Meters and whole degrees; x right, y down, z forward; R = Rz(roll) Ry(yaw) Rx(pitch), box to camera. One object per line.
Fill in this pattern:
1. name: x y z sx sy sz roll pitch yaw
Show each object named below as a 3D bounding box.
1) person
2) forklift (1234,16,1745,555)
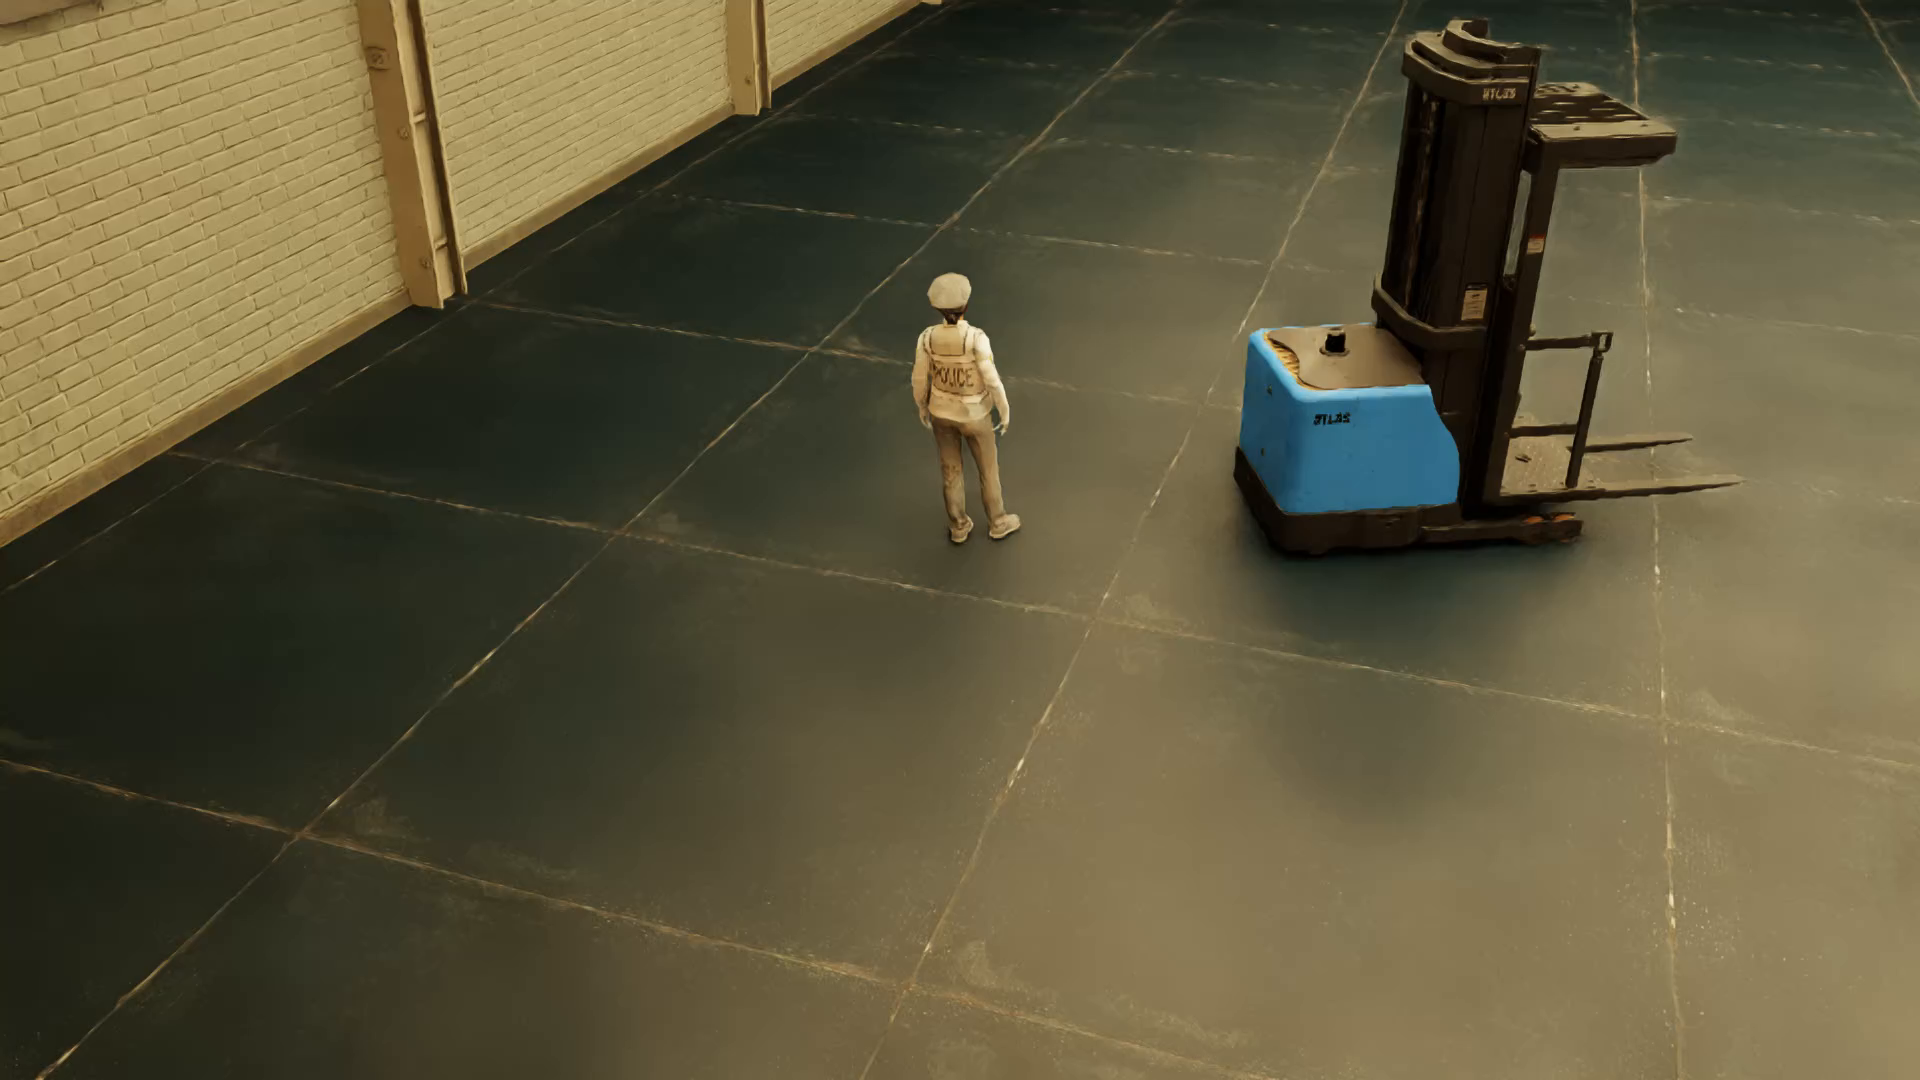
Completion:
1. person: 0.029 -0.773 9.726 0.586 1.695 0.532 10 31 16
2. forklift: 3.315 -1.504 9.776 3.031 2.935 1.130 -4 30 -7
